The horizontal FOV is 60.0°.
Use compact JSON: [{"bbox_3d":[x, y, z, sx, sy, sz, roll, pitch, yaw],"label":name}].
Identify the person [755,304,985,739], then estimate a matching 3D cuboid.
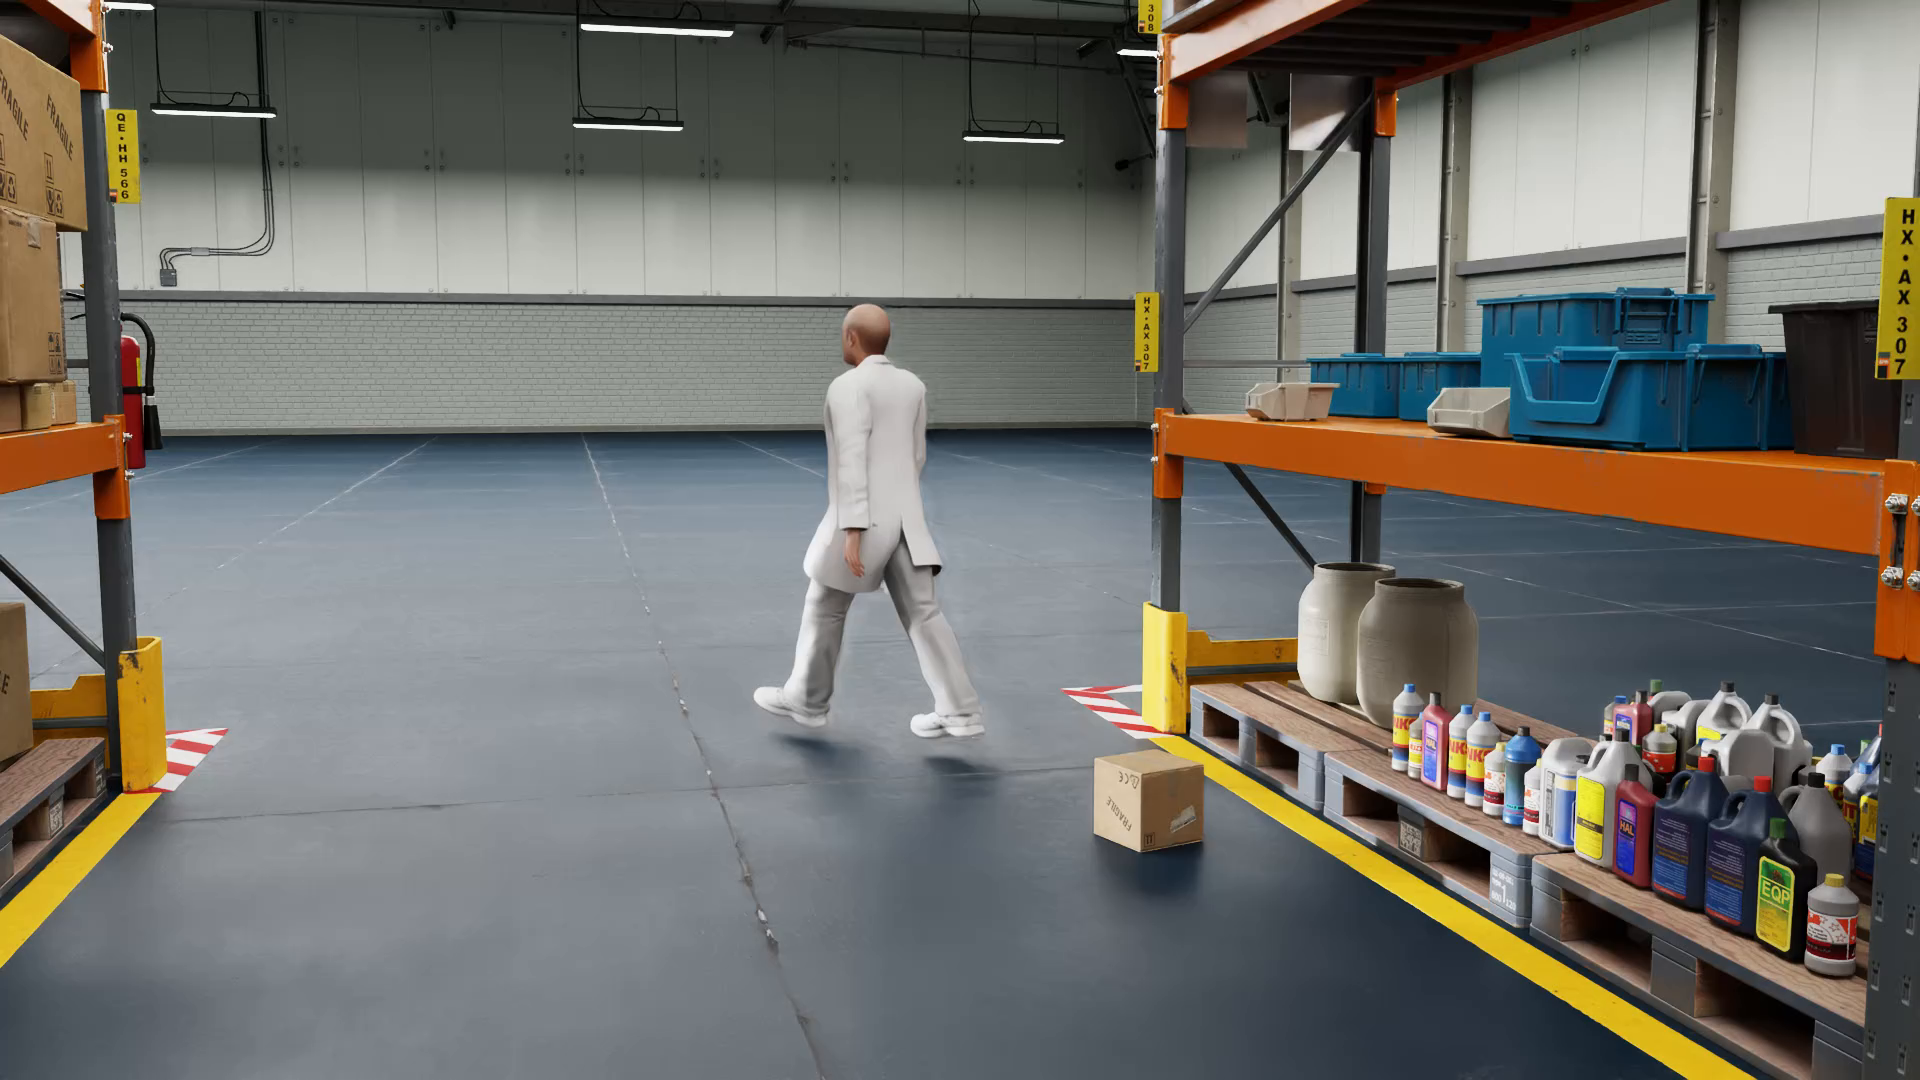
[{"bbox_3d":[-0.353,-0.076,6.633,1.165,1.717,0.591,6,8,45],"label":"person"}]
